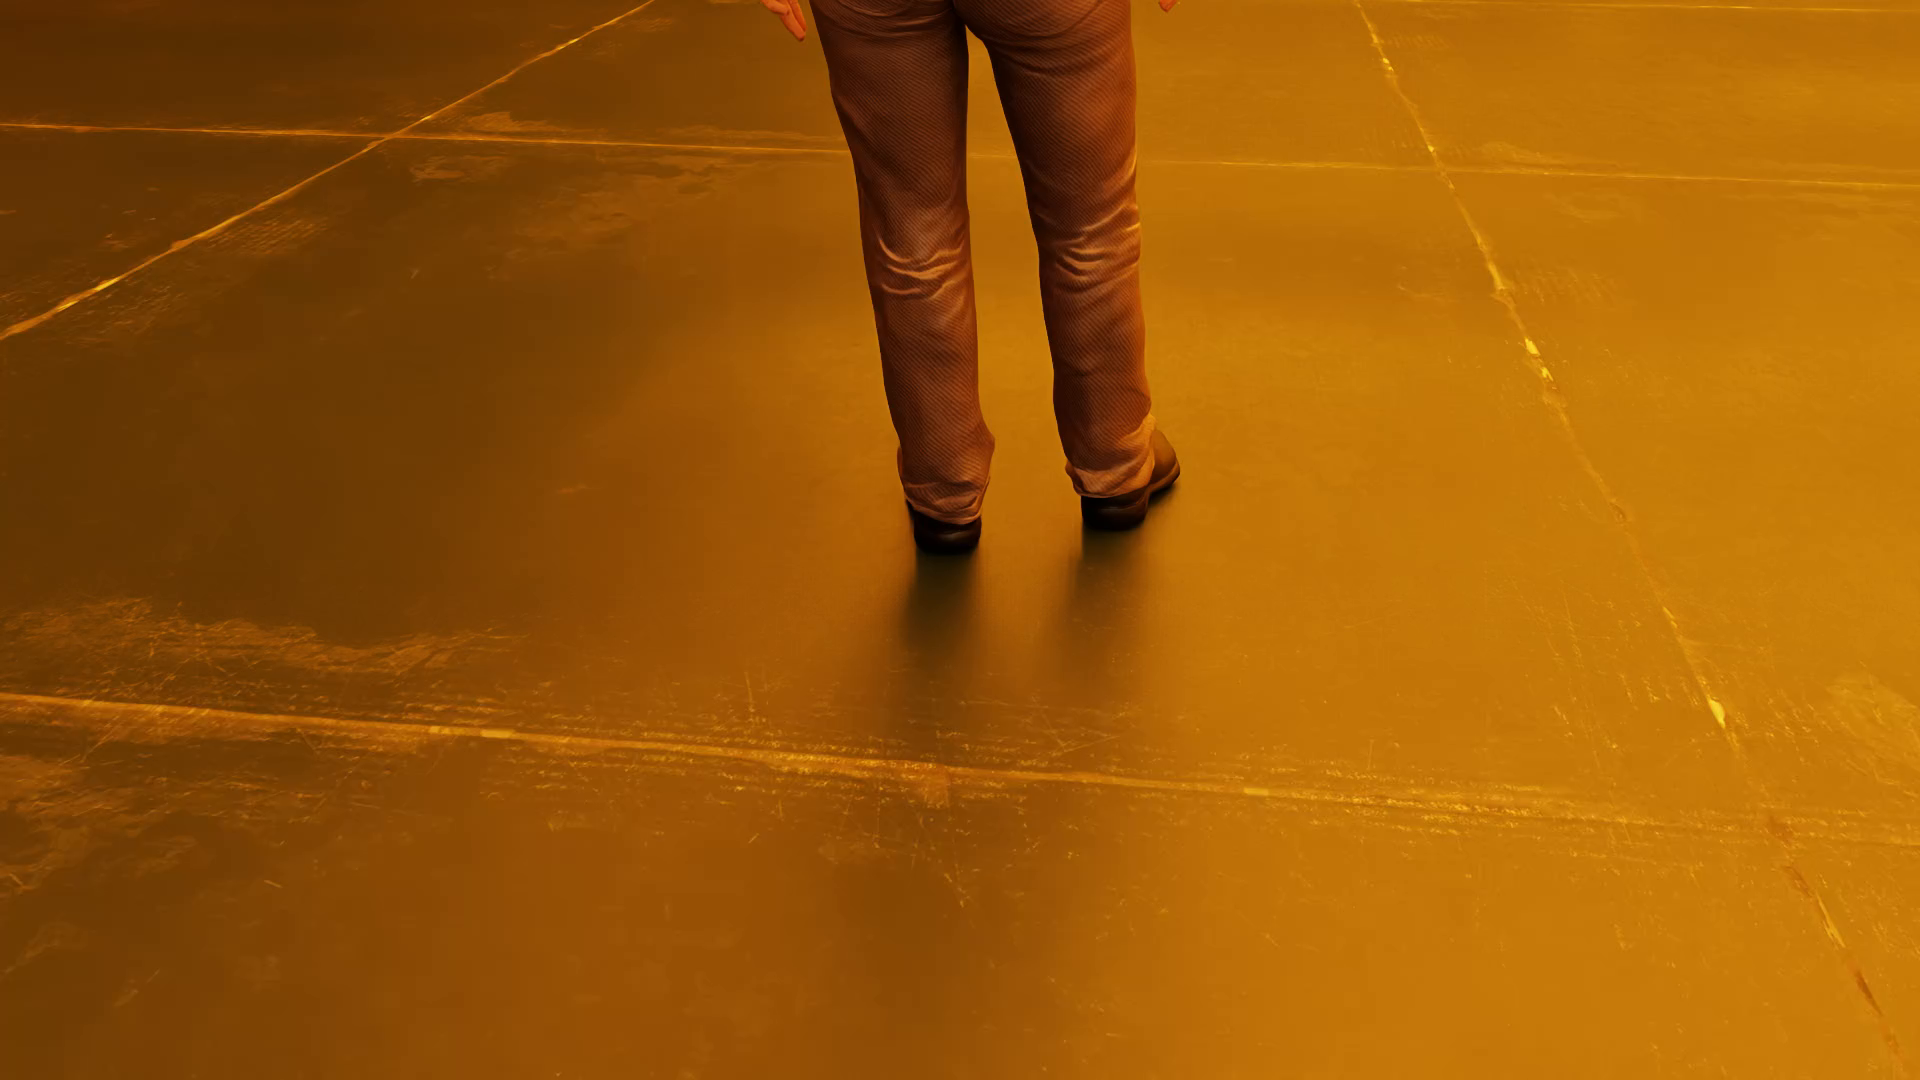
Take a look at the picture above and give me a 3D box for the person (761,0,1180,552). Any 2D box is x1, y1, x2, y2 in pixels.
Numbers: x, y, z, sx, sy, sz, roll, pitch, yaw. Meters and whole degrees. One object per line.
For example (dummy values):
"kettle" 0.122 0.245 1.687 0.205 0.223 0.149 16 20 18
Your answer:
"person" 0.016 -0.804 2.166 0.632 1.720 0.568 3 27 7
